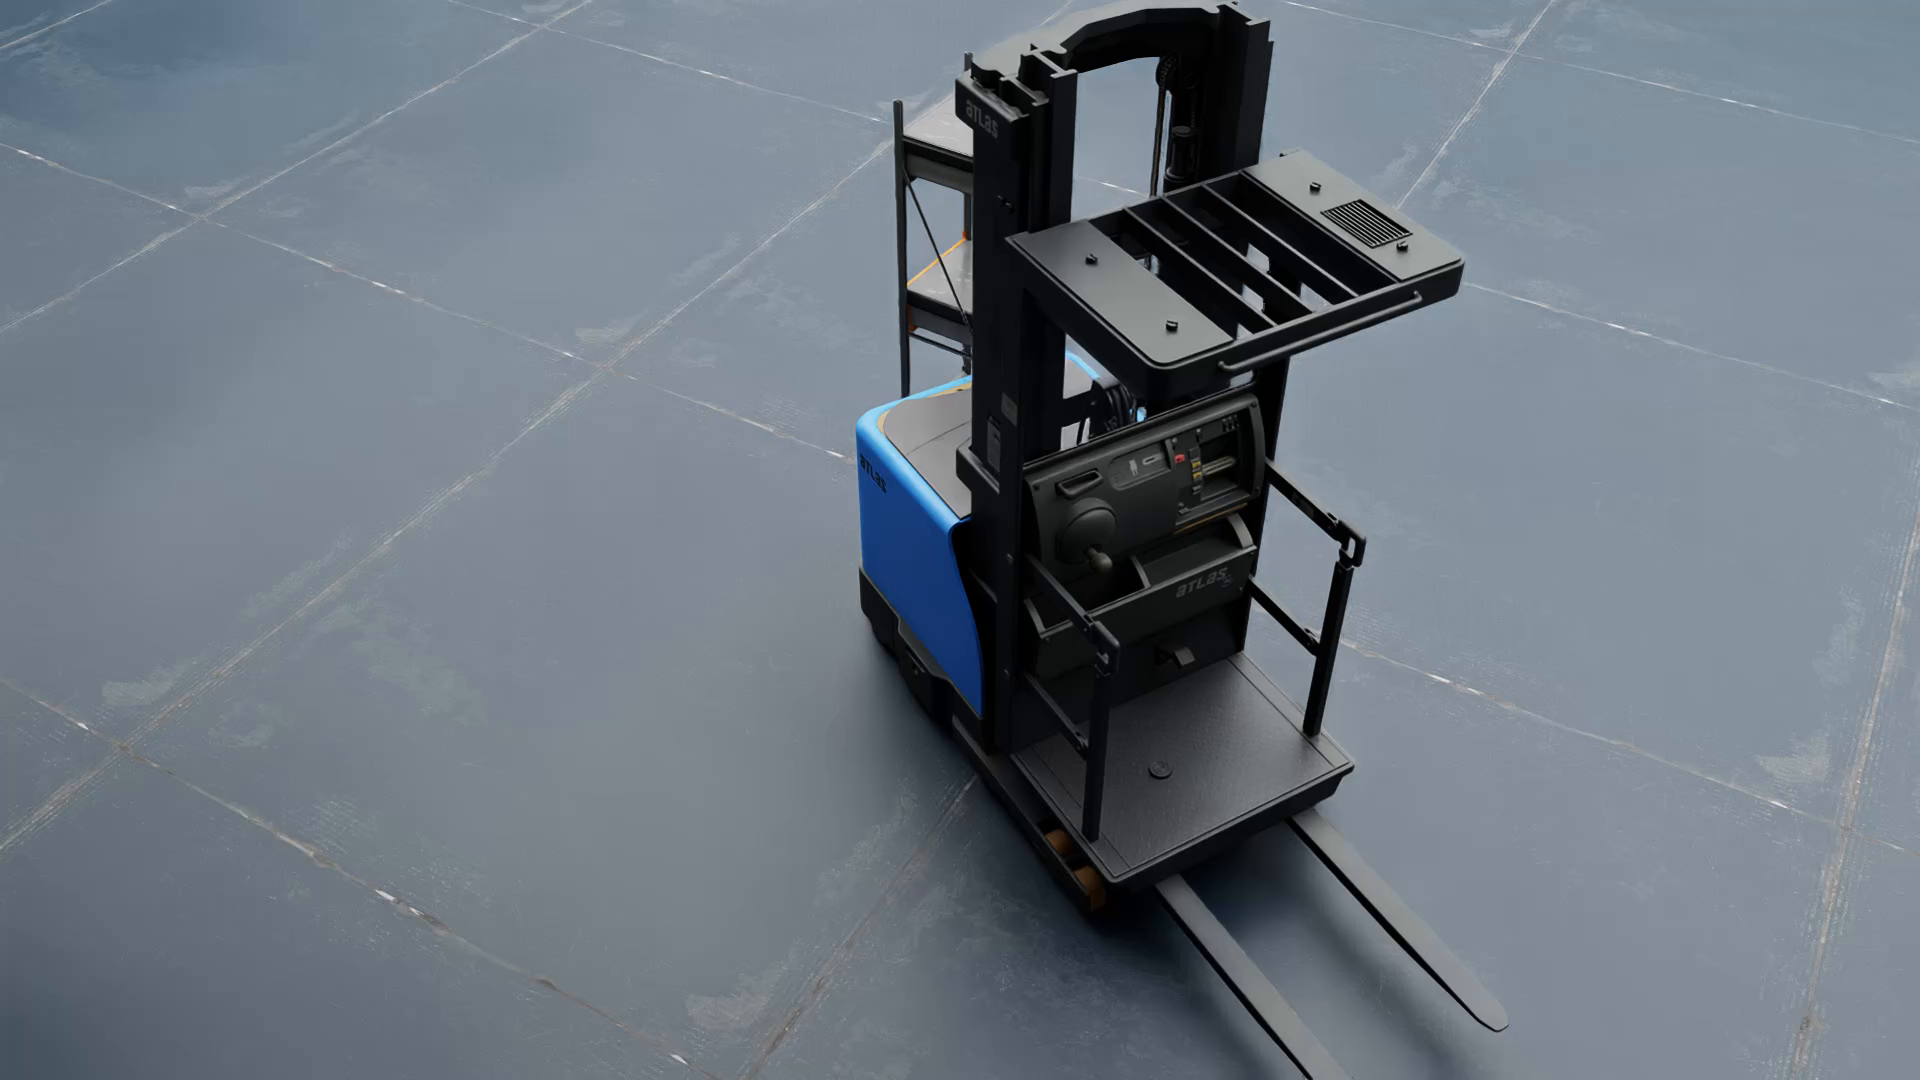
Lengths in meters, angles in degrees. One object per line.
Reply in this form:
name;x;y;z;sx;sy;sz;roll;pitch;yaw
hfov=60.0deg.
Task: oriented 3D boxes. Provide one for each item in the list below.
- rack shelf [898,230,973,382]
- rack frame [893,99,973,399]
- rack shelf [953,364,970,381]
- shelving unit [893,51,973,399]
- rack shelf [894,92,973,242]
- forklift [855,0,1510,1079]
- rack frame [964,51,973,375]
rack shelf;0.053;-0.926;7.049;0.431;0.518;0.480;24;47;24
rack frame;-0.081;-0.801;6.887;0.400;2.100;0.015;24;47;24
rack shelf;0.053;-0.401;7.511;0.431;0.518;0.480;24;47;24
shelving unit;0.053;-0.936;7.040;0.431;2.100;0.503;24;47;24
rack shelf;0.053;-1.451;6.586;0.431;0.518;0.480;24;47;24
forklift;0.750;-0.105;5.467;1.130;2.935;3.031;-21;46;-22
rack frame;0.188;-1.071;7.193;0.400;2.100;0.015;24;47;24
